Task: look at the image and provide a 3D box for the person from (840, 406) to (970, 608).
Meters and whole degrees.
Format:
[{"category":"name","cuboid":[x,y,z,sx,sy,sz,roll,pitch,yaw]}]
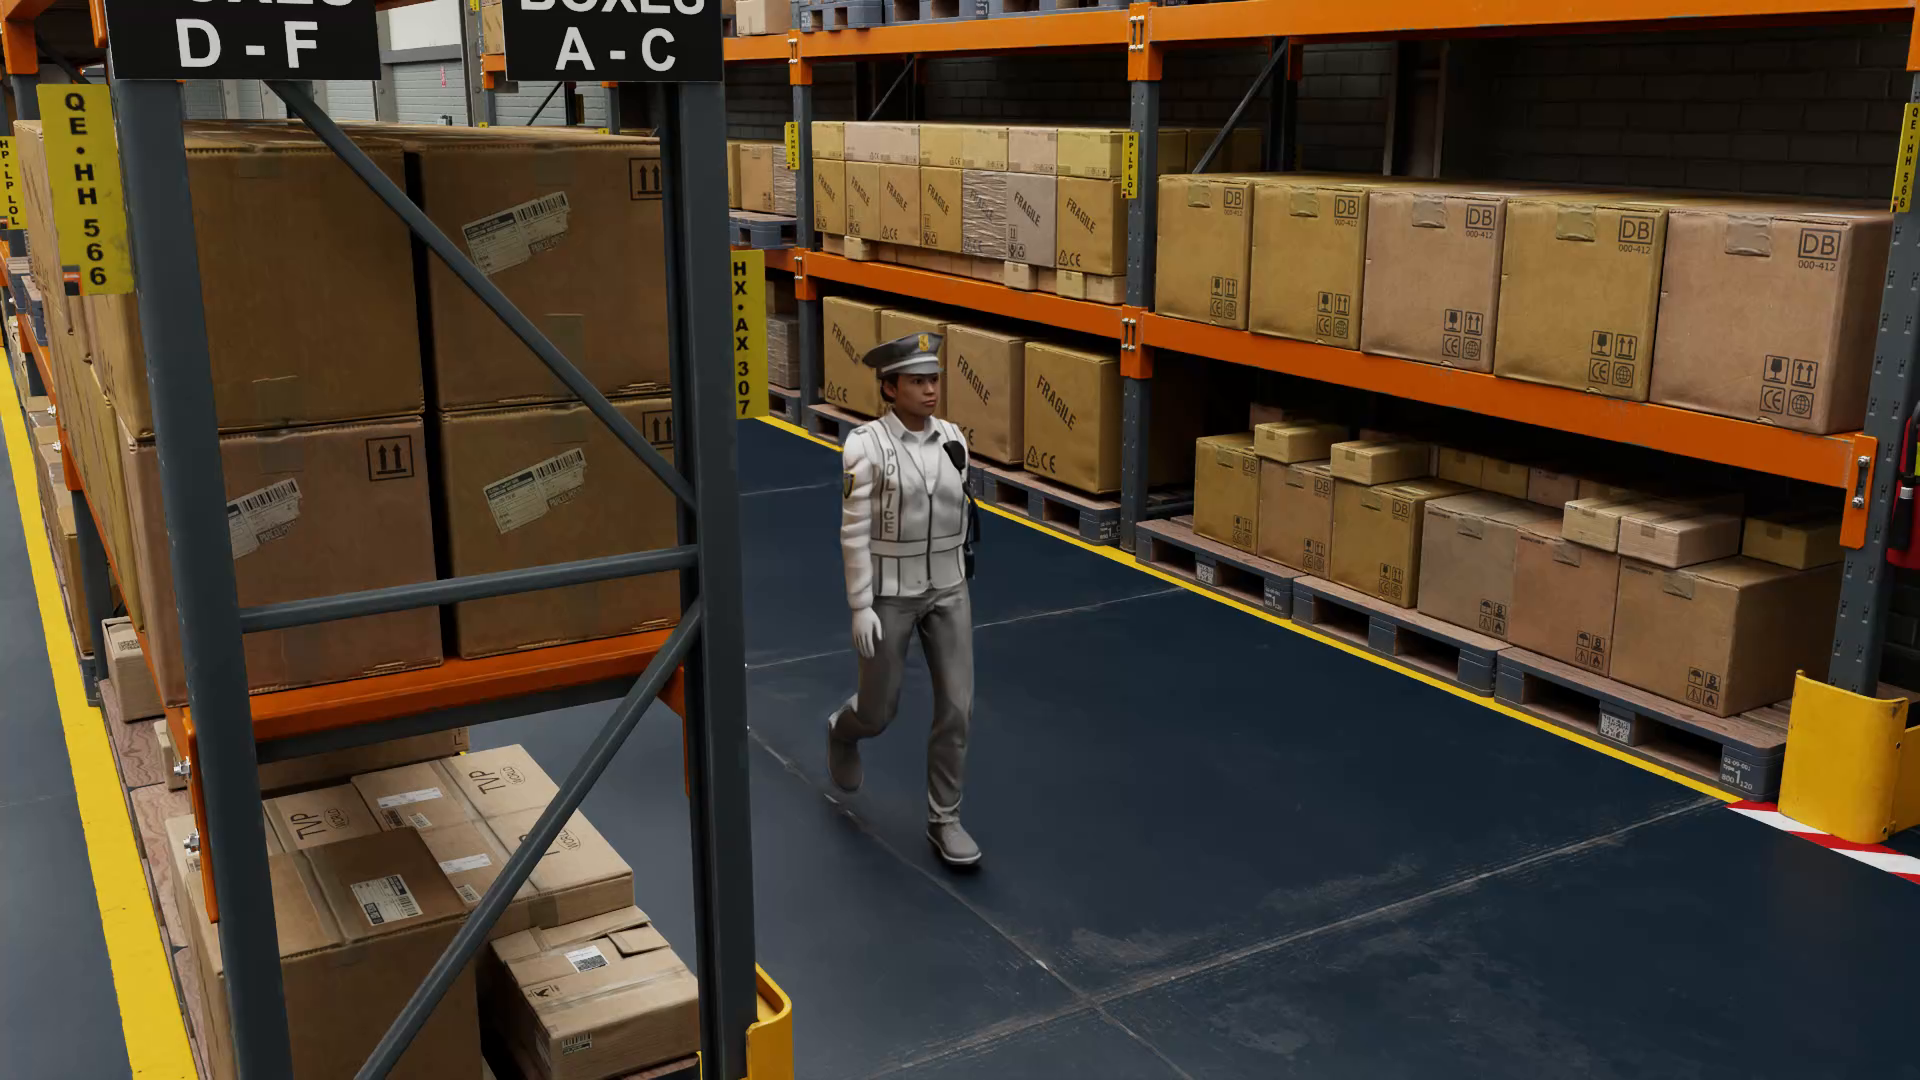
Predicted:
[{"category":"person","cuboid":[-0.154,-0.102,5.228,0.477,0.620,0.304,-7,17,-25]}]
